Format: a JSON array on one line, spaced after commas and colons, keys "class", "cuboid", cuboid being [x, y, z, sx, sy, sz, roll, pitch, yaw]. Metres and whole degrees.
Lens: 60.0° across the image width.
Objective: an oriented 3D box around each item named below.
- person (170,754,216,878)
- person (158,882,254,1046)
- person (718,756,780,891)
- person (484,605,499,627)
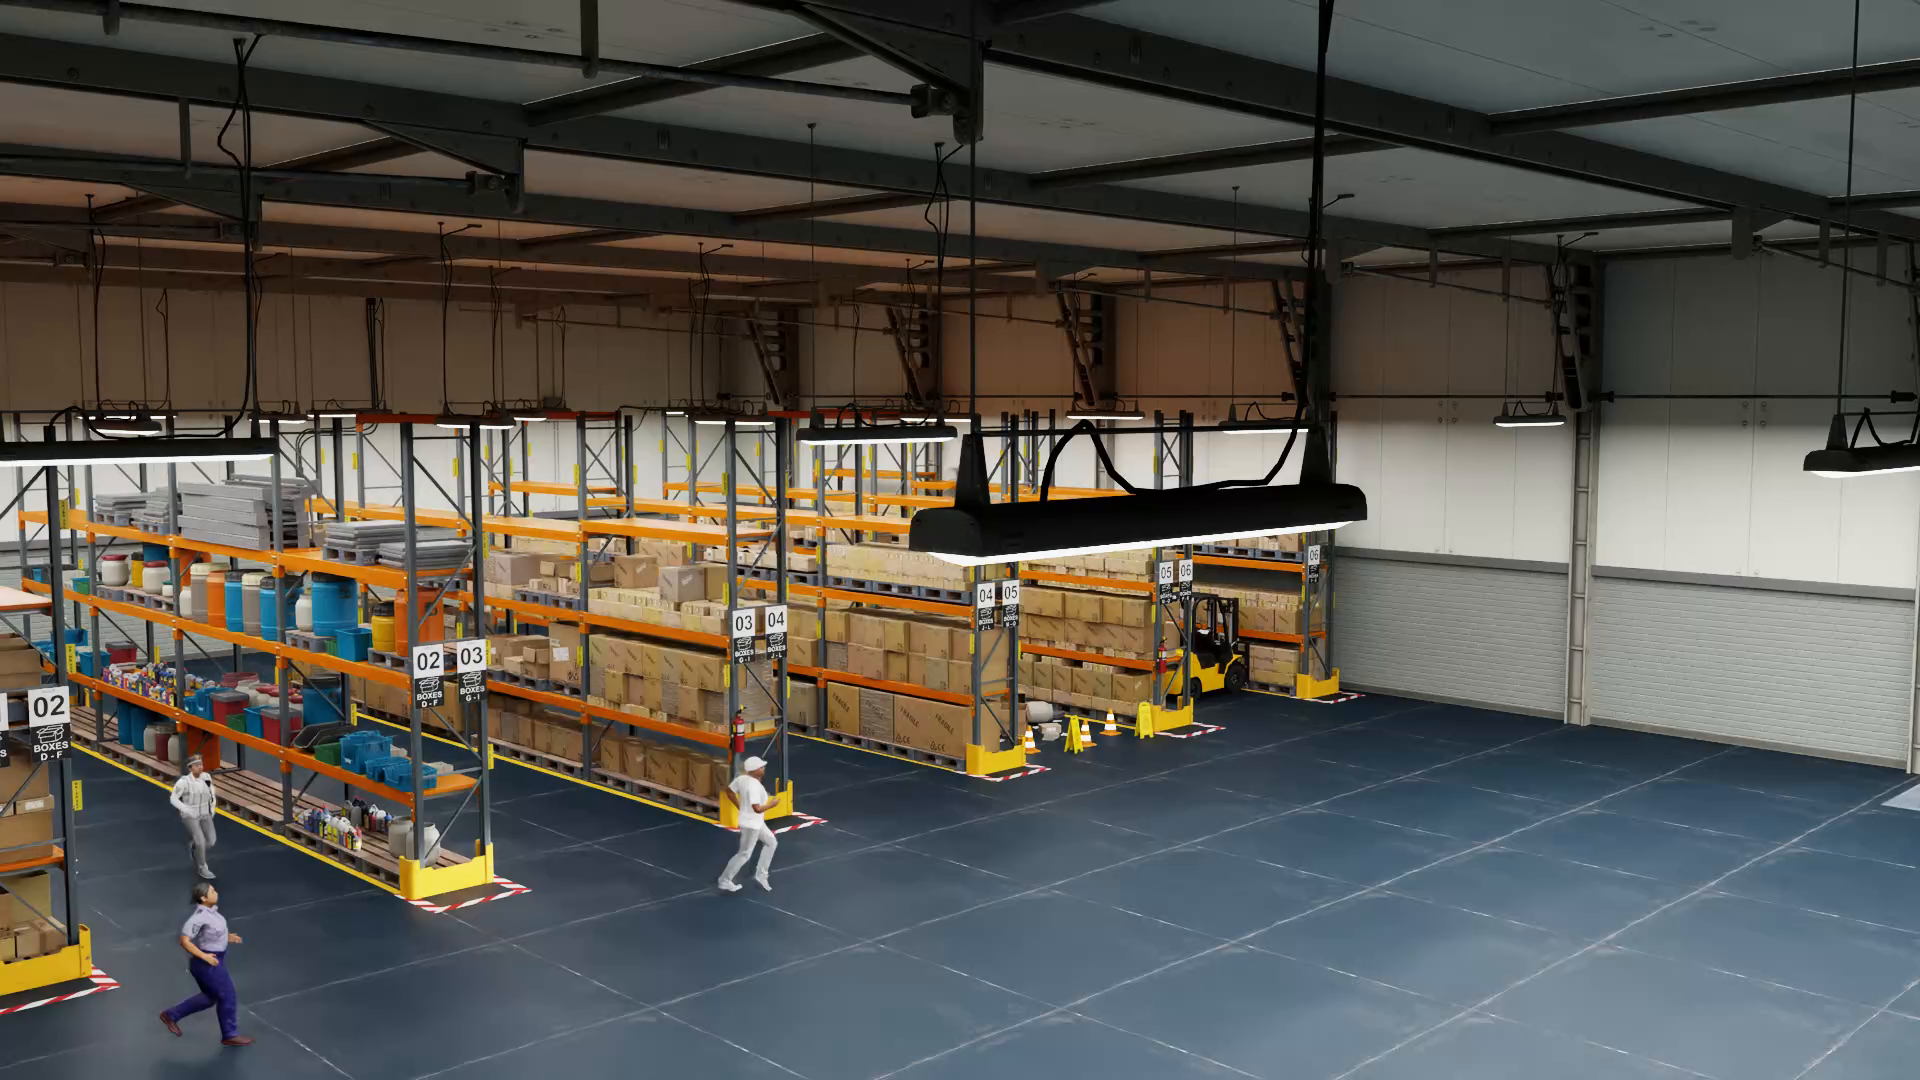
[{"class": "person", "cuboid": [-10.067, 3.617, 21.875, 0.526, 1.659, 0.637, 4, 6, 36]}, {"class": "person", "cuboid": [-7.333, 4.132, 16.121, 0.848, 1.649, 0.608, -2, 5, -21]}, {"class": "person", "cuboid": [-2.676, 3.638, 21.067, 0.796, 1.803, 0.673, -1, 5, -12]}, {"class": "person", "cuboid": [-11.670, 1.935, 41.166, 0.585, 1.650, 0.650, 1, 5, 15]}]
